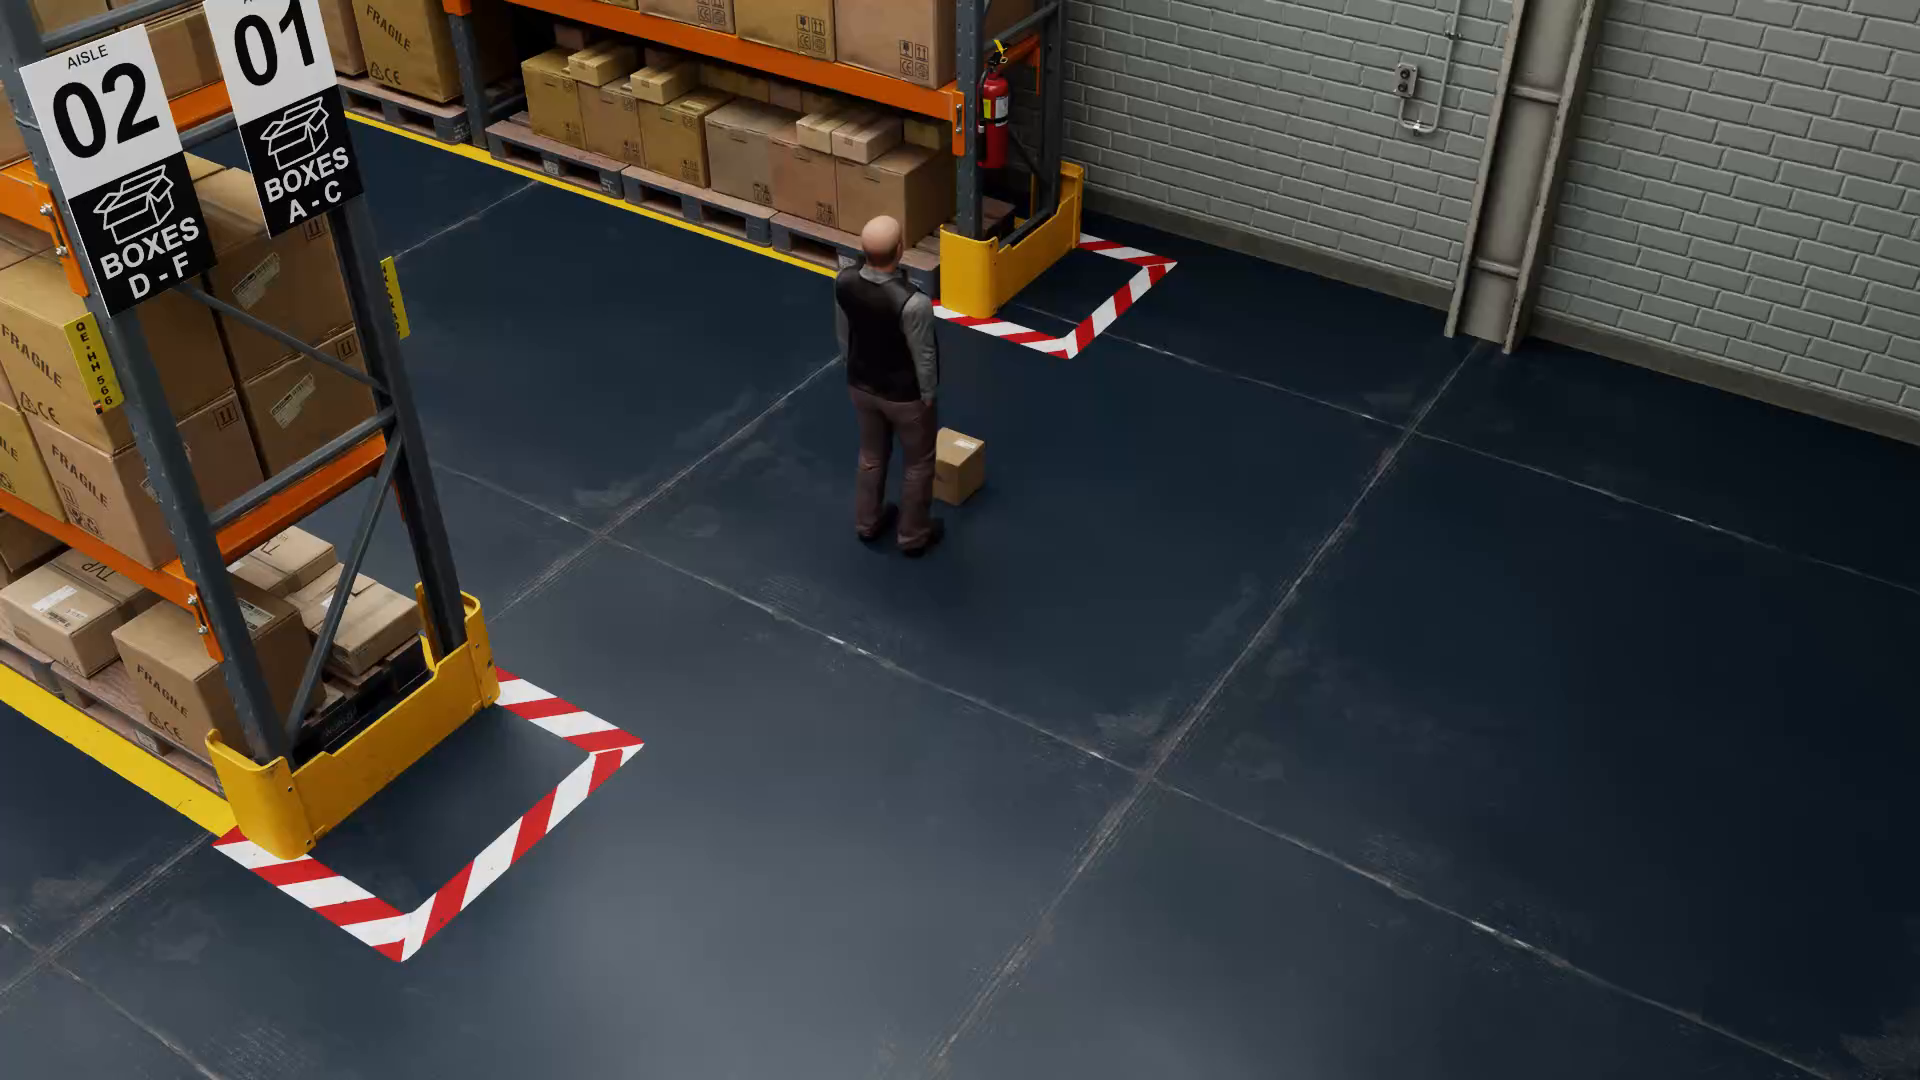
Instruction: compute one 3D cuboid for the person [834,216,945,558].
[{"bbox_3d":[-0.315,-0.704,7.600,0.531,1.715,0.359,23,43,26],"label":"person"}]
